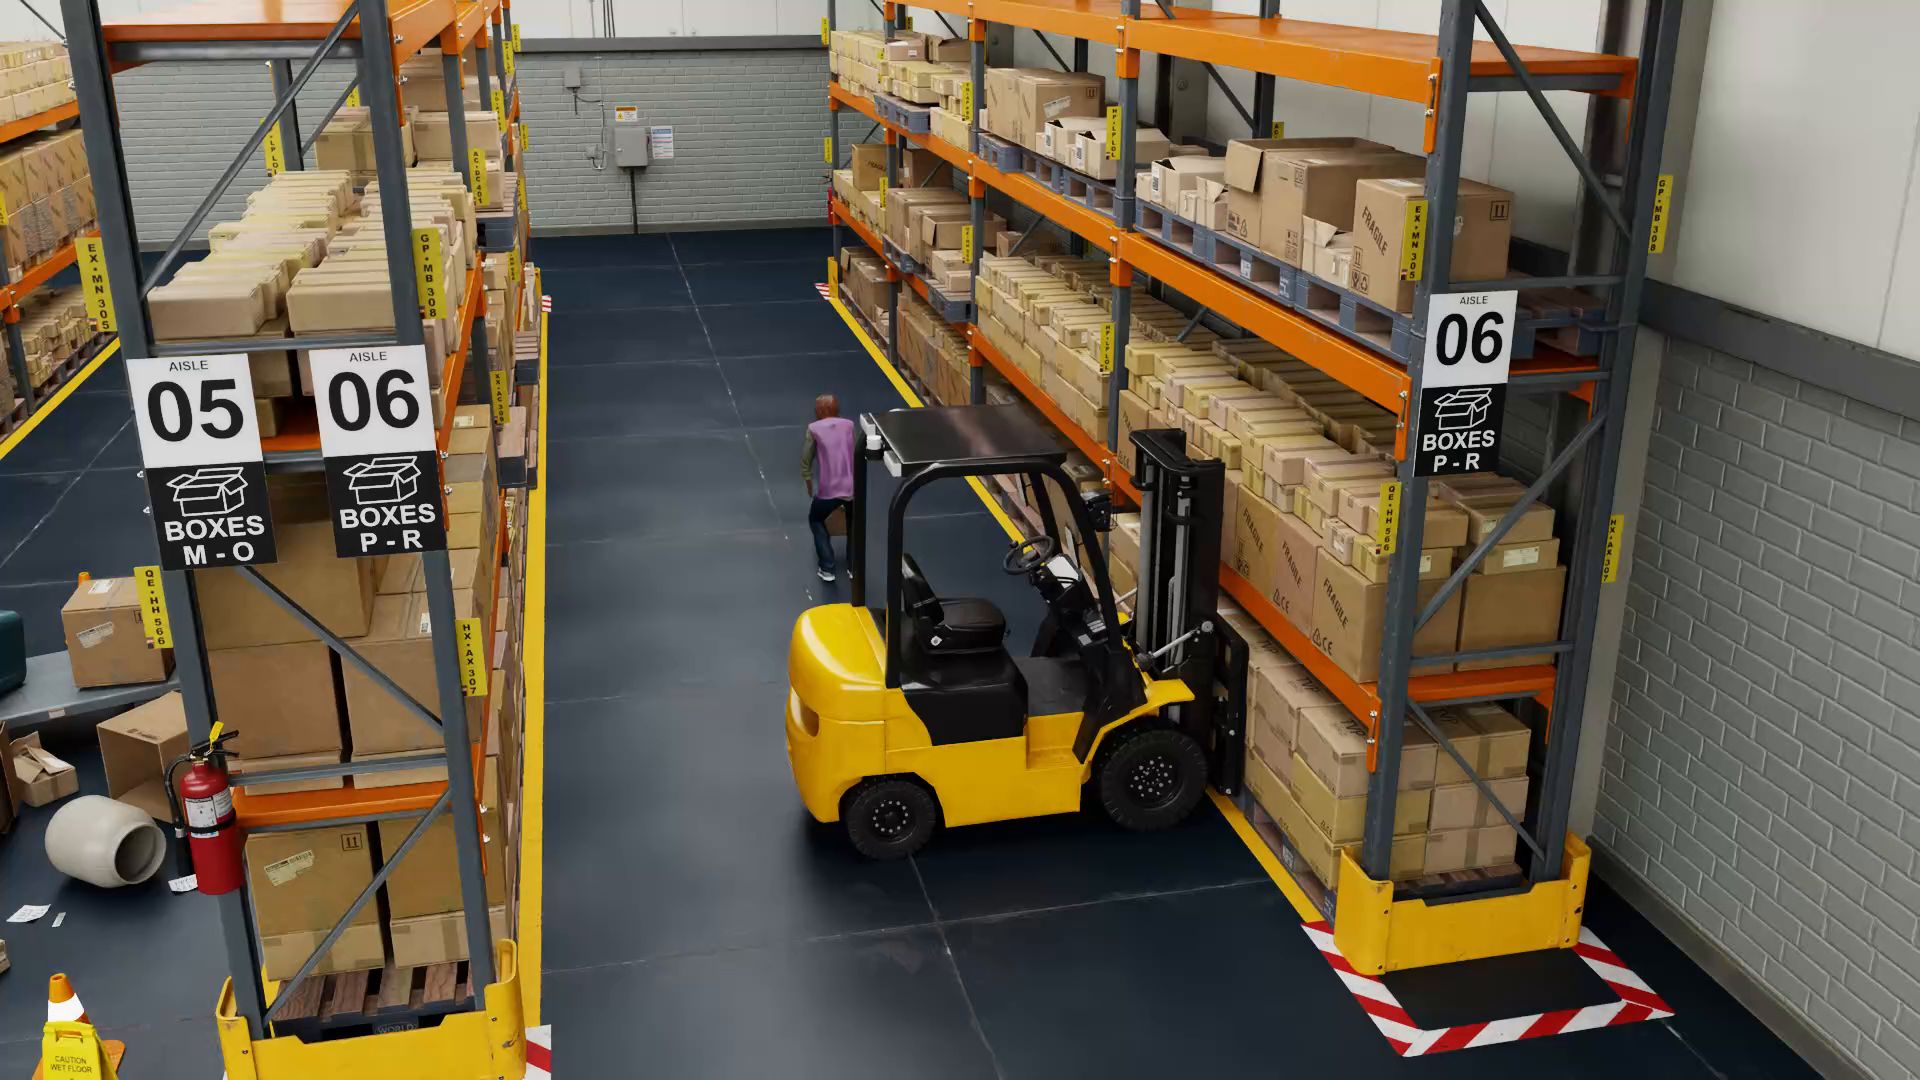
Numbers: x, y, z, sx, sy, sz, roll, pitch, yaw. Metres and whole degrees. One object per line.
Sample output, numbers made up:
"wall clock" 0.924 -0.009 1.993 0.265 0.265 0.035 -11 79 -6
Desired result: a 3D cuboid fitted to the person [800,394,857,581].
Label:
"person" -0.952 -0.376 12.462 0.459 1.376 0.601 -4 20 -12
